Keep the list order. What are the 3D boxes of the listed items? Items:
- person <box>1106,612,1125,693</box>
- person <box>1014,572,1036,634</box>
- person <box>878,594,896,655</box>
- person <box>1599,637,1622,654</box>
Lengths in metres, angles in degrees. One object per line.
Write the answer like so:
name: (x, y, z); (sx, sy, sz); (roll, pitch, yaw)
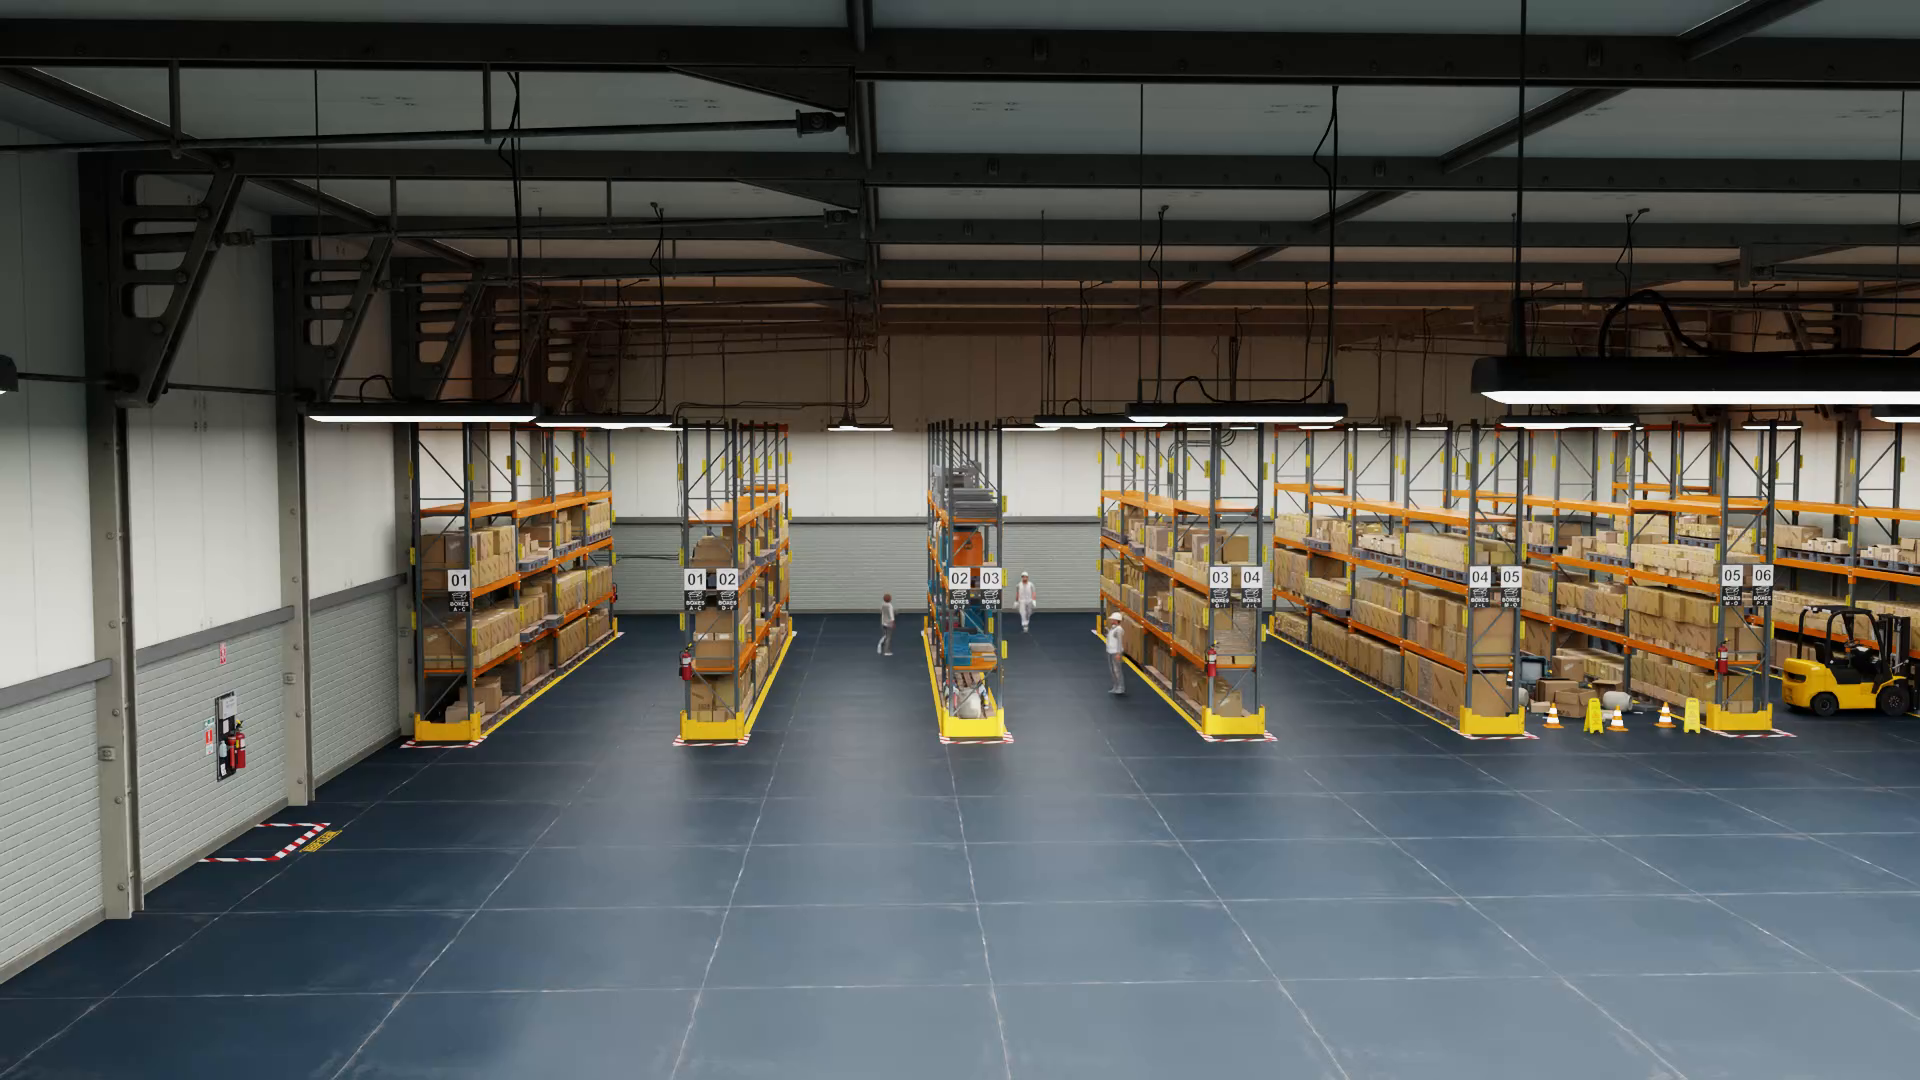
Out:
person: (3.441, 2.502, 36.654); (0.401, 1.809, 0.625); (-1, 4, -12)
person: (1.880, 1.803, 47.636); (0.585, 1.741, 1.050); (-1, 4, -11)
person: (-1.844, 2.164, 42.424); (0.451, 1.593, 0.460); (-3, 5, -41)
person: (16.575, 2.160, 42.462); (0.587, 1.700, 0.531); (4, 5, 44)
